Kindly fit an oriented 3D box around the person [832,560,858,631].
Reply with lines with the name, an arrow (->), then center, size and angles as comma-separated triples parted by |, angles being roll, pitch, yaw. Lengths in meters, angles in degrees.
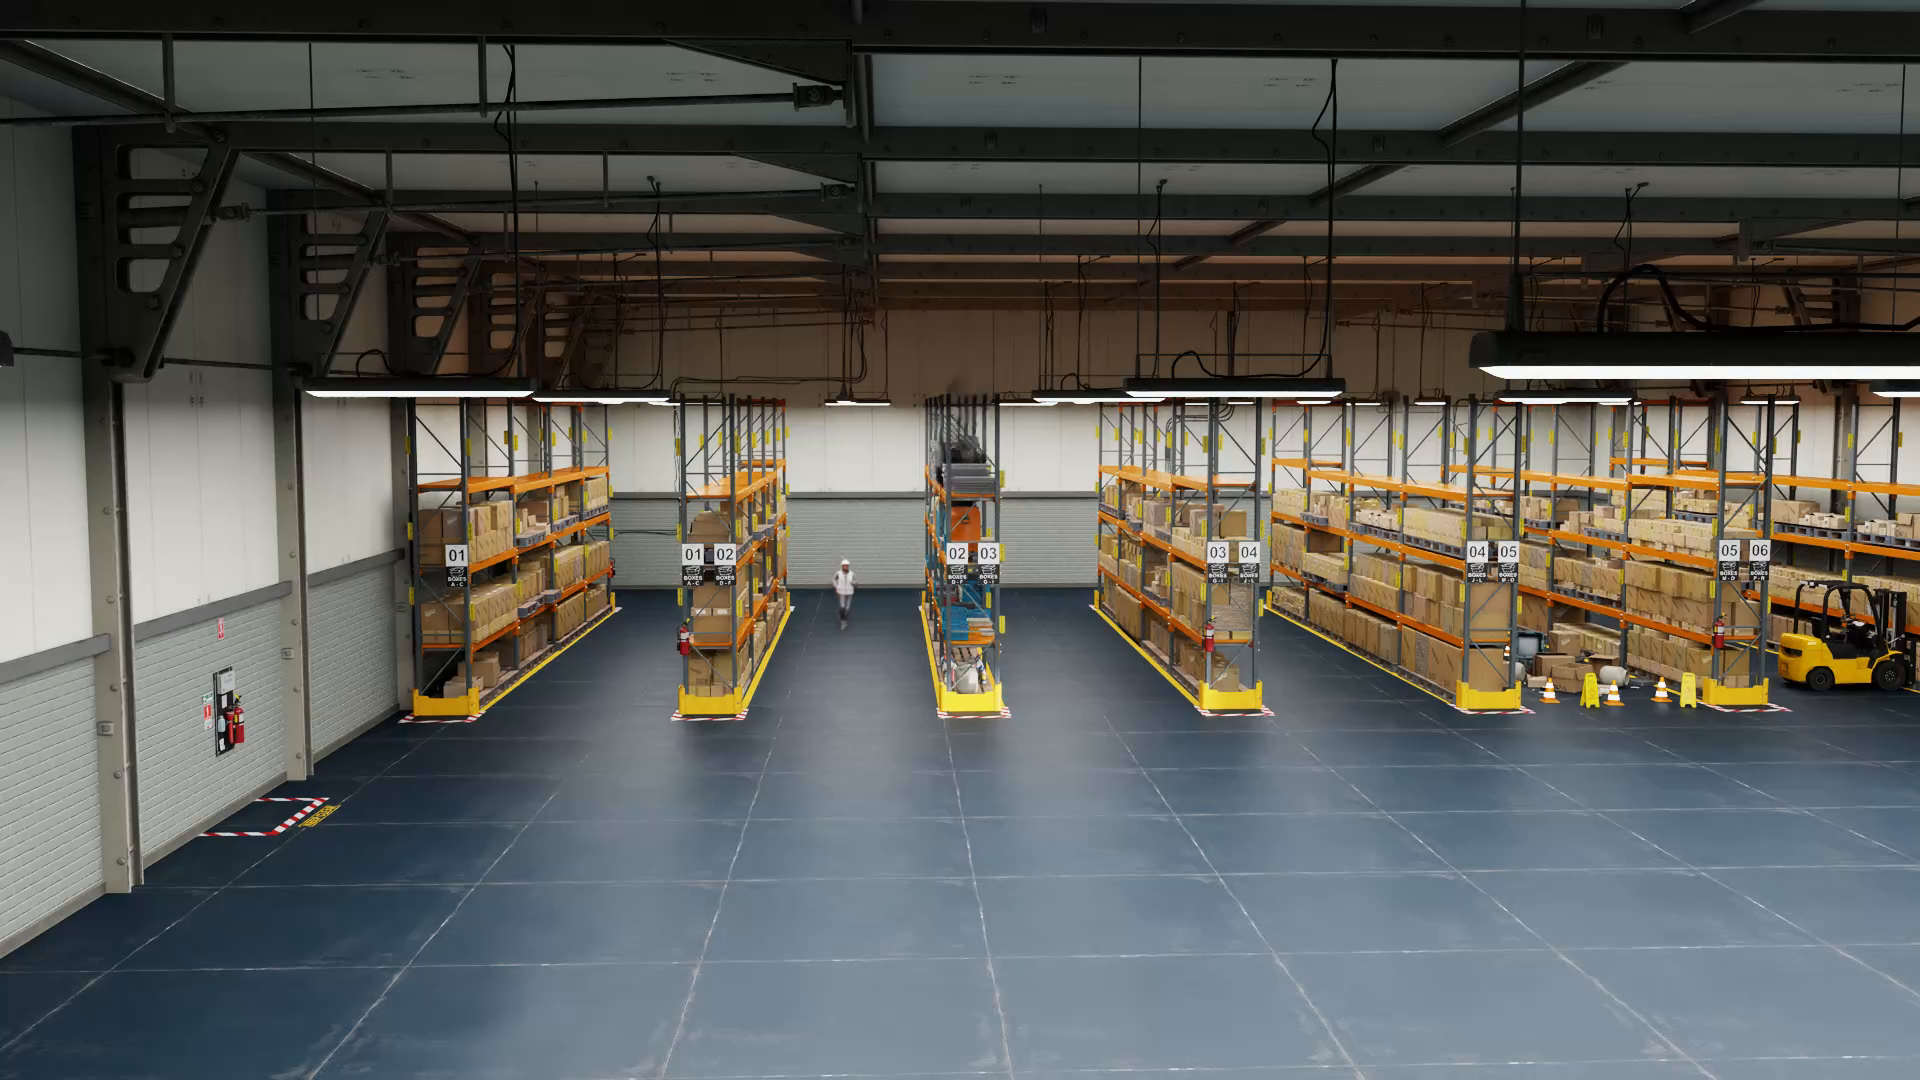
person -> -2.982, 1.428, 43.247 | 0.642, 1.837, 0.799 | -1, 5, -16
